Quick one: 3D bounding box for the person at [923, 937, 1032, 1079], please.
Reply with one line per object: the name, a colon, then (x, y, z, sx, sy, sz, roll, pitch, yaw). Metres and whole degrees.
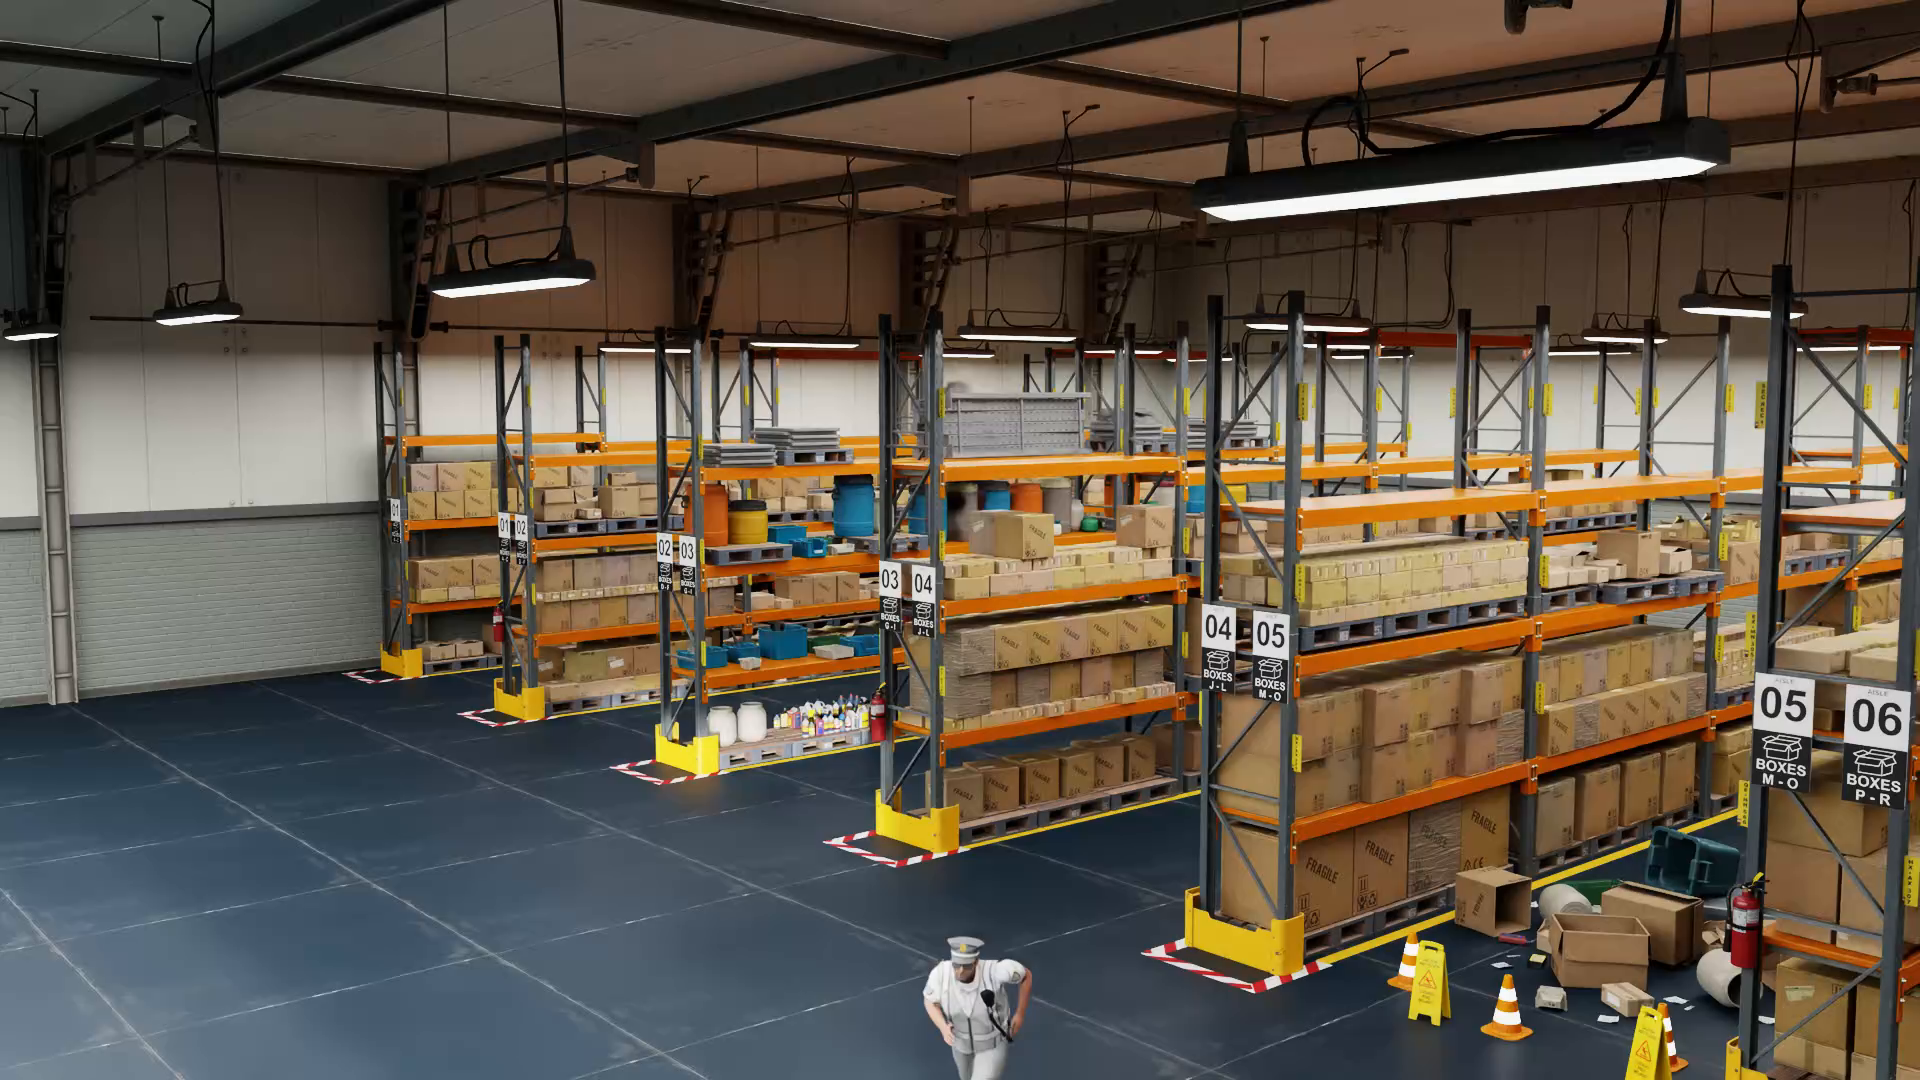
person: (0.140, 3.366, 11.079, 0.707, 1.720, 1.020, 1, 5, 13)
